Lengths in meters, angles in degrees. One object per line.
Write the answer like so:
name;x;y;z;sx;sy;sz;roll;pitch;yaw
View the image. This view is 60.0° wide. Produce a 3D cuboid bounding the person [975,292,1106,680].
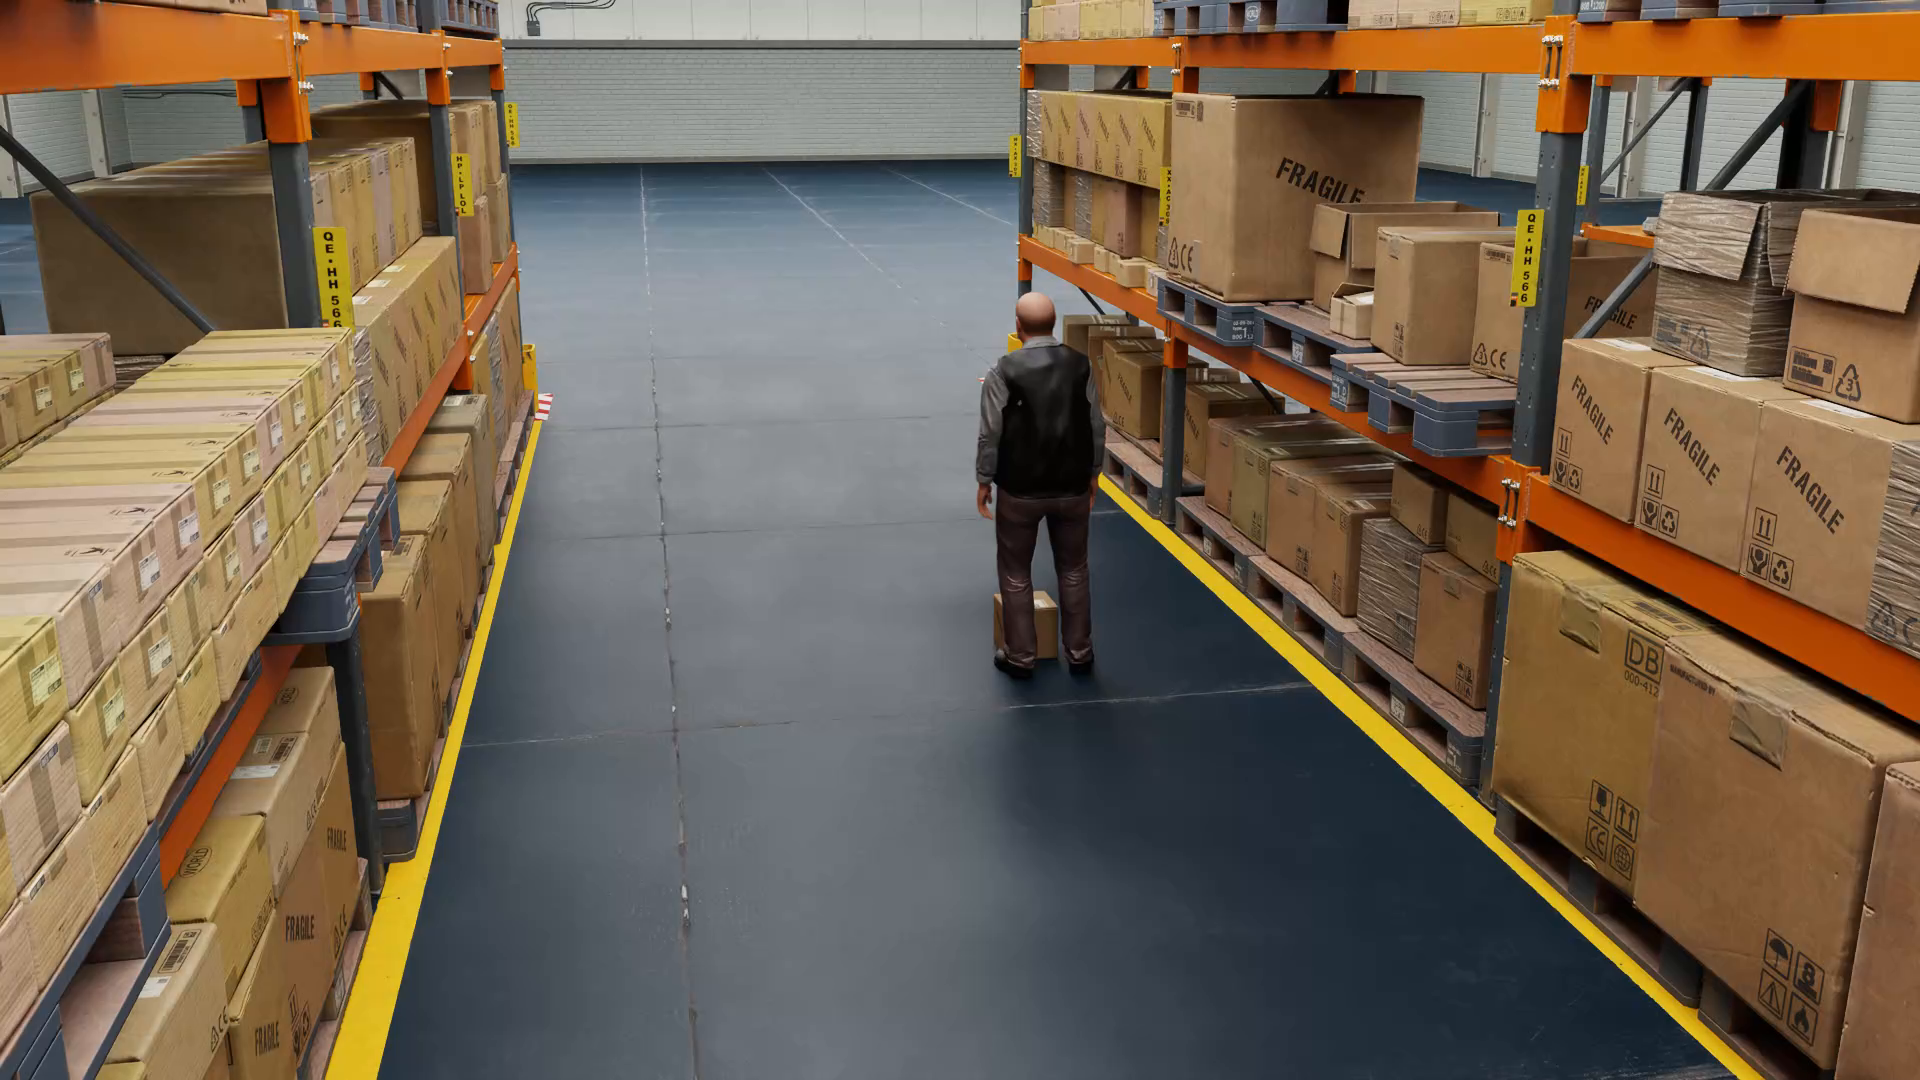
person;0.361;-0.226;7.351;0.594;1.722;0.414;-4;17;-13
